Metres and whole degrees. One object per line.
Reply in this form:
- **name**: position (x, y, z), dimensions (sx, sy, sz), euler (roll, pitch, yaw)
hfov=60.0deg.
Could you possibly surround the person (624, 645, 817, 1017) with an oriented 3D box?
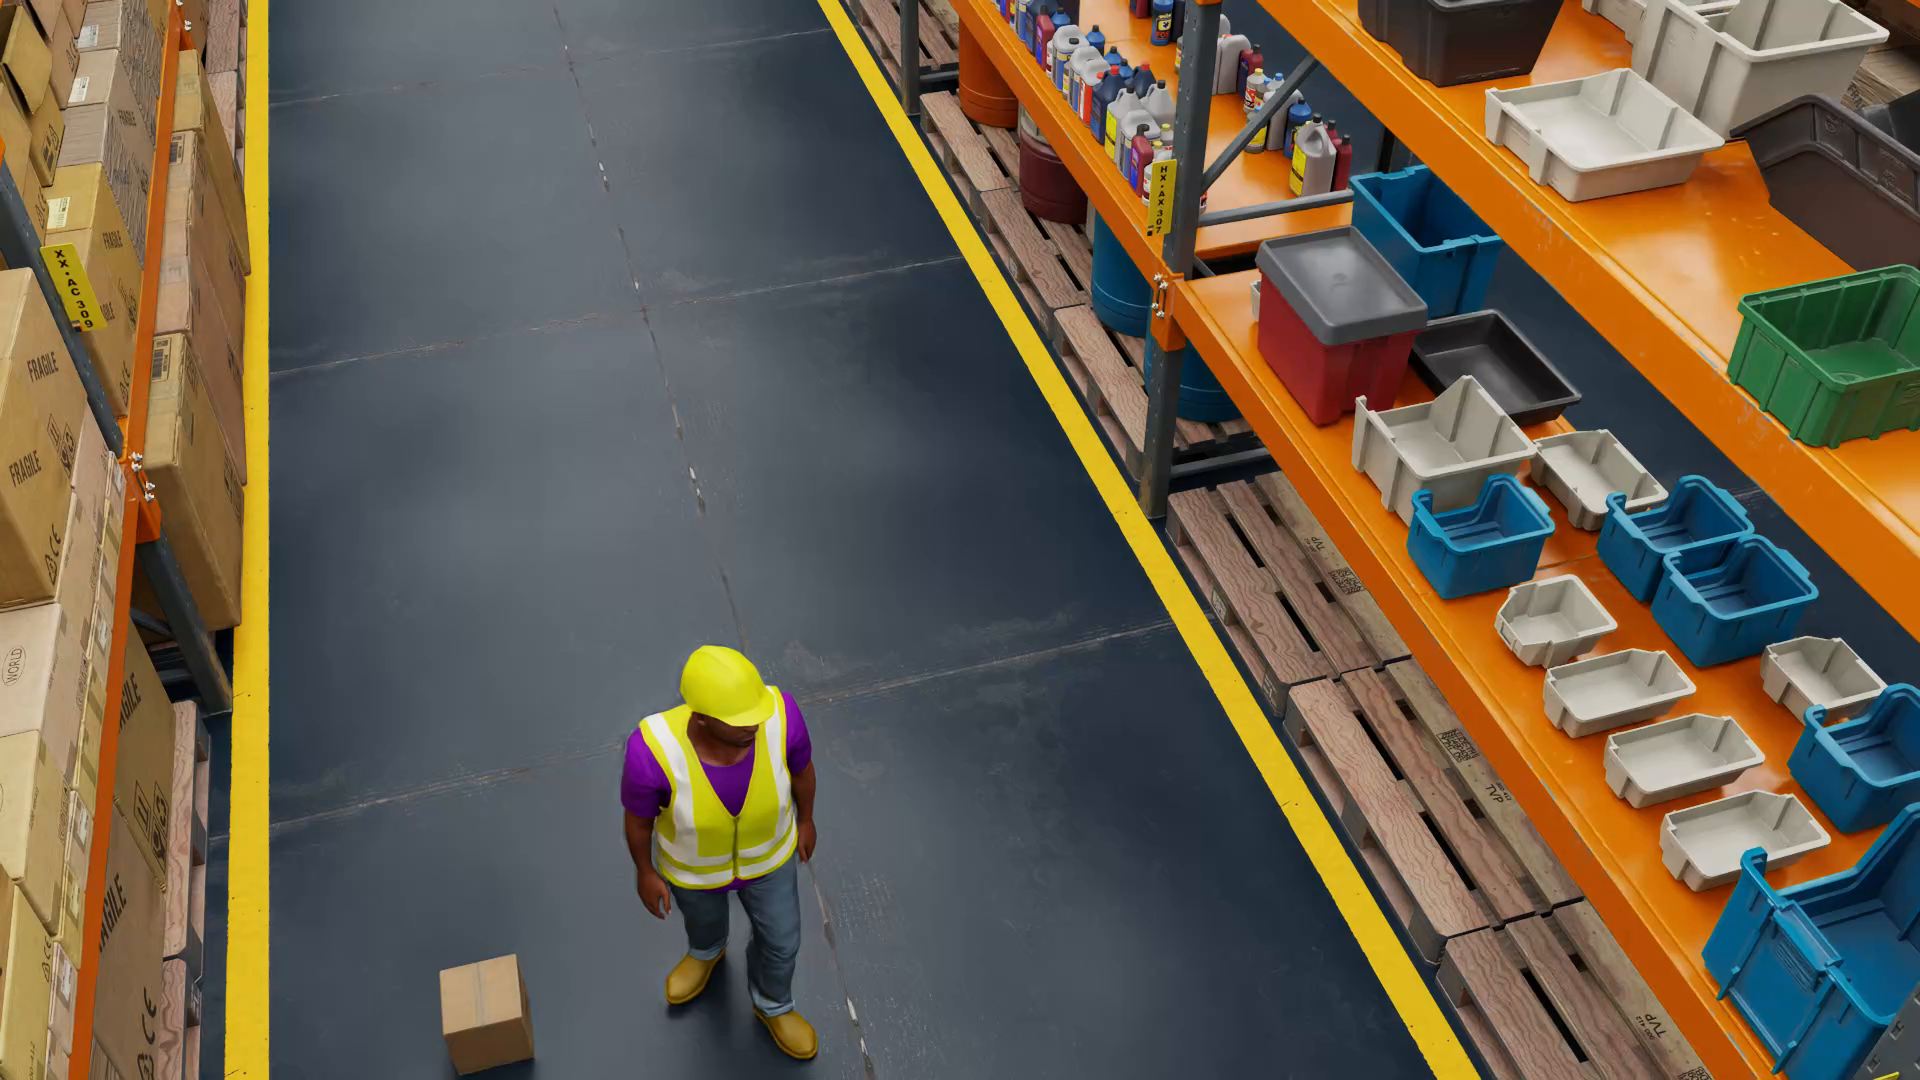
- **person**: position (-0.722, 0.893, 5.107), dimensions (0.590, 1.698, 0.517), euler (-12, 43, -13)
